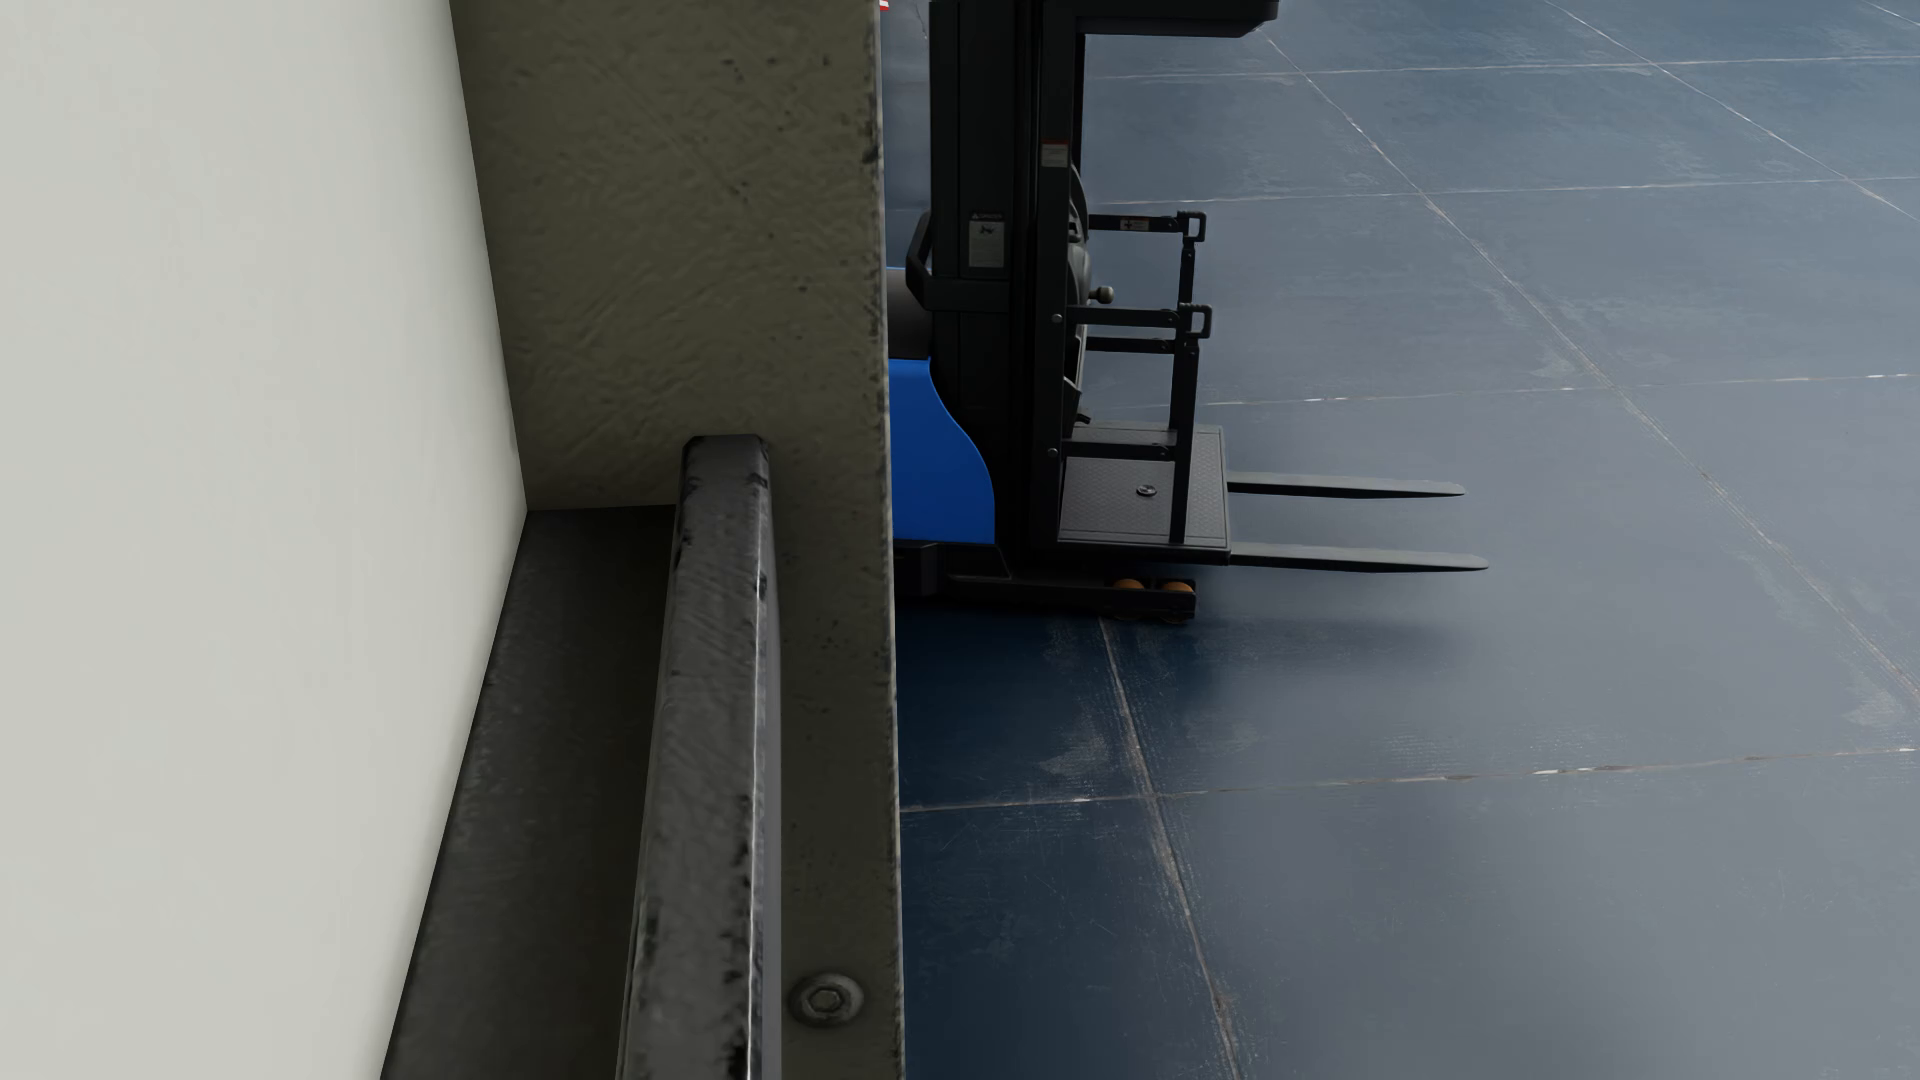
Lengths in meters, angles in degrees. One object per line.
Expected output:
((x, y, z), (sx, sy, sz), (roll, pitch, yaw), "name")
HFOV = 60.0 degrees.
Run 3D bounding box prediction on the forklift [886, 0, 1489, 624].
((0.641, -1.210, 6.418), (3.031, 2.935, 1.130), (3, 31, 5), "forklift")
